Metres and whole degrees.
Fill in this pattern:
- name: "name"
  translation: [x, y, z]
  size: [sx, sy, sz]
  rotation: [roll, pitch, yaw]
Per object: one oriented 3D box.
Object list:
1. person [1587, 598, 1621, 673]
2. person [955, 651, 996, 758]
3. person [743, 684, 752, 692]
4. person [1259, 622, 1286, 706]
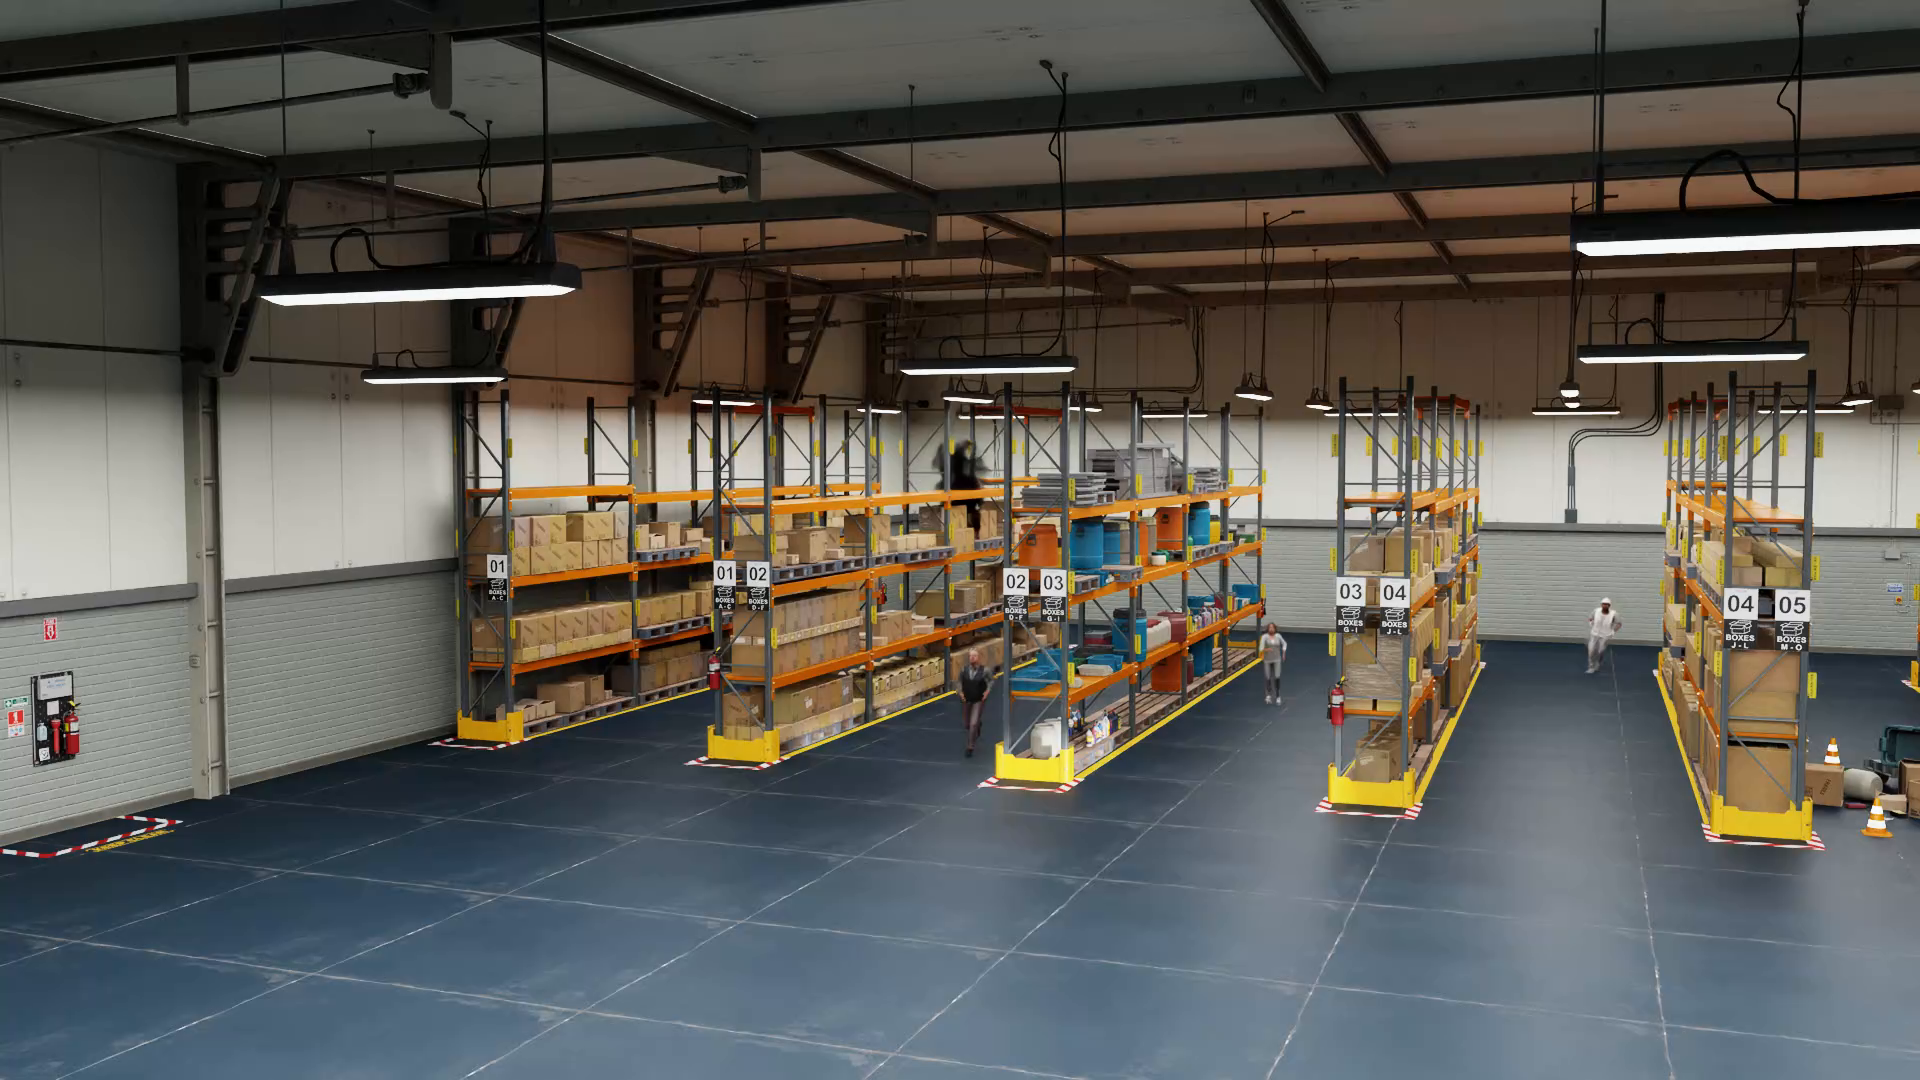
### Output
- name: "person"
  translation: [14.196, 2.127, 36.792]
  size: [0.684, 1.691, 0.594]
  rotation: [3, 4, 39]
- name: "person"
  translation: [0.234, 2.674, 27.394]
  size: [0.642, 1.705, 1.006]
  rotation: [1, 3, 21]
- name: "person"
  translation: [-3.797, 2.500, 30.584]
  size: [0.538, 1.586, 0.893]
  rotation: [1, 3, 15]
- name: "person"
  translation: [6.101, 2.421, 32.453]
  size: [0.526, 1.648, 0.684]
  rotation: [1, 3, 10]
